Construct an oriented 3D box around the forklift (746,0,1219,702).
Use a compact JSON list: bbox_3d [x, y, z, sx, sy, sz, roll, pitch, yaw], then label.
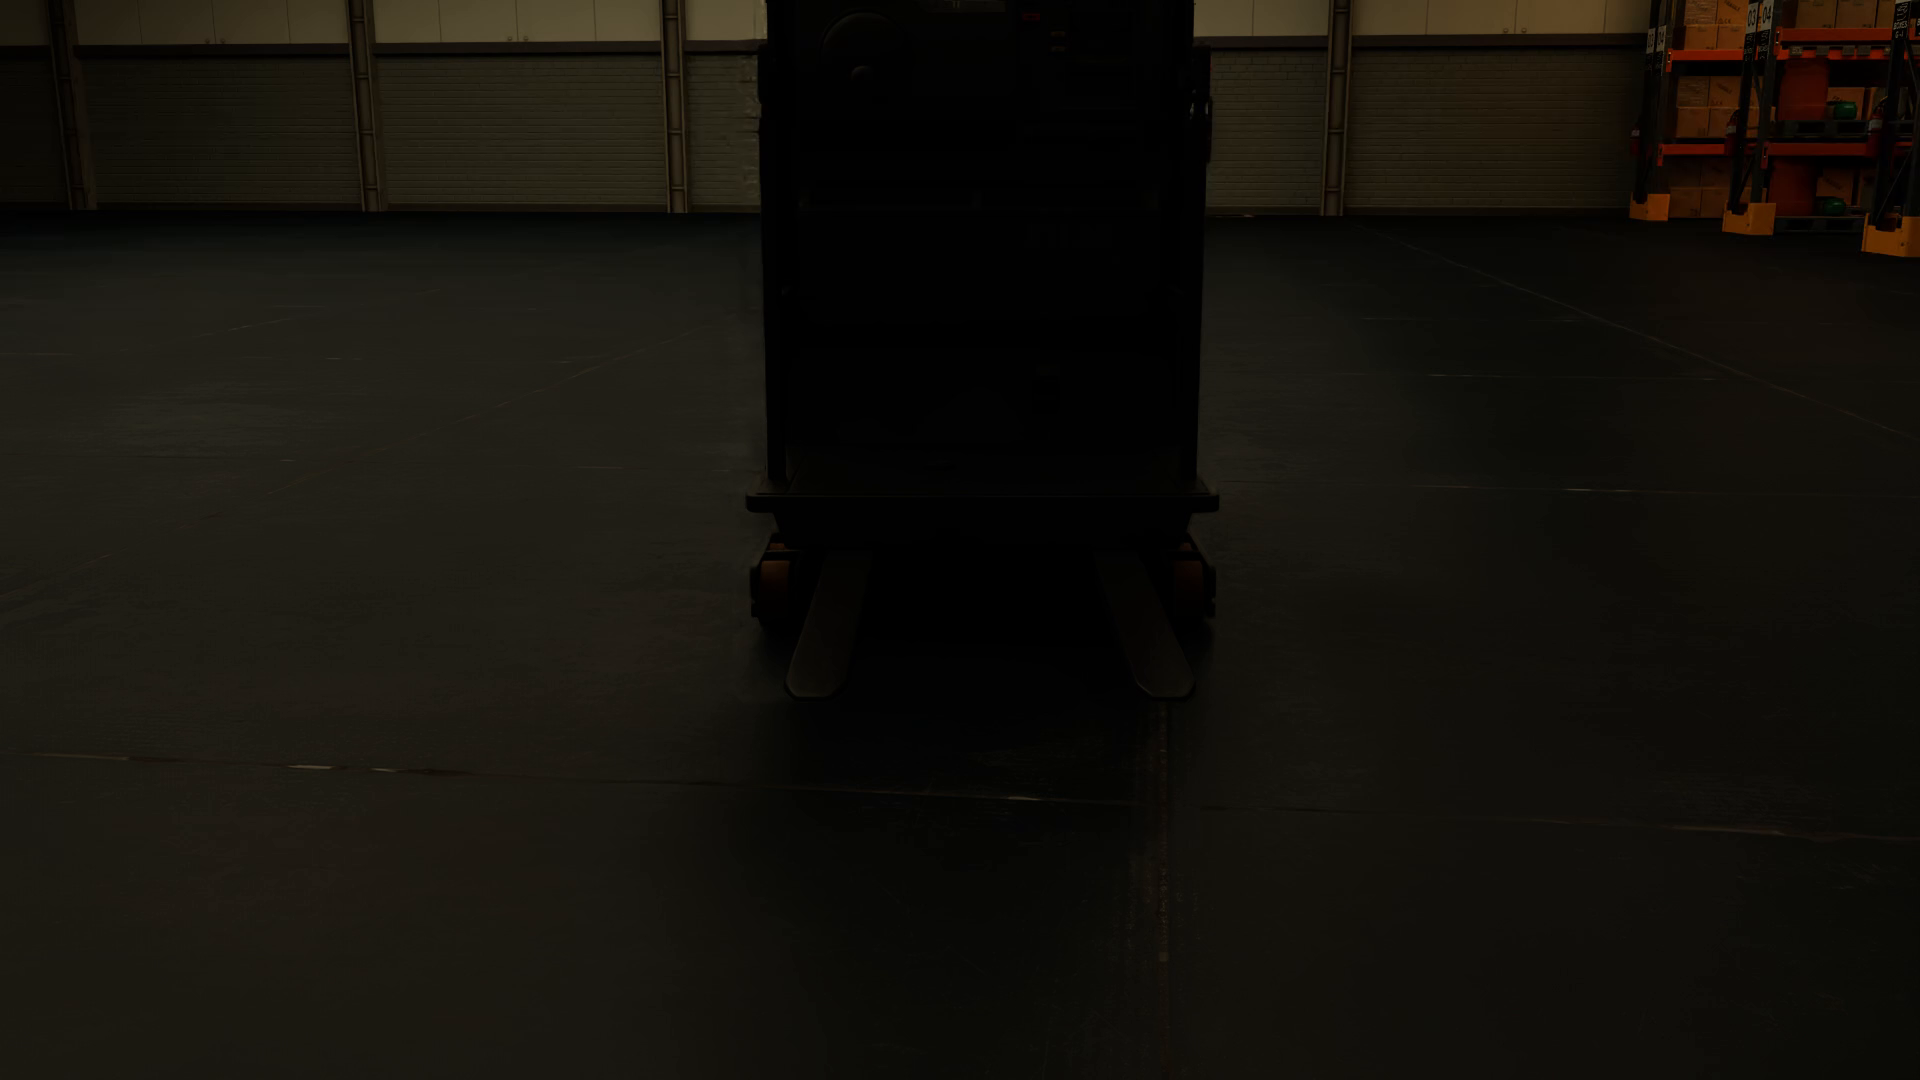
[{"bbox_3d":[0.052,-1.287,4.013,1.130,2.935,3.031,0,13,0],"label":"forklift"}]
